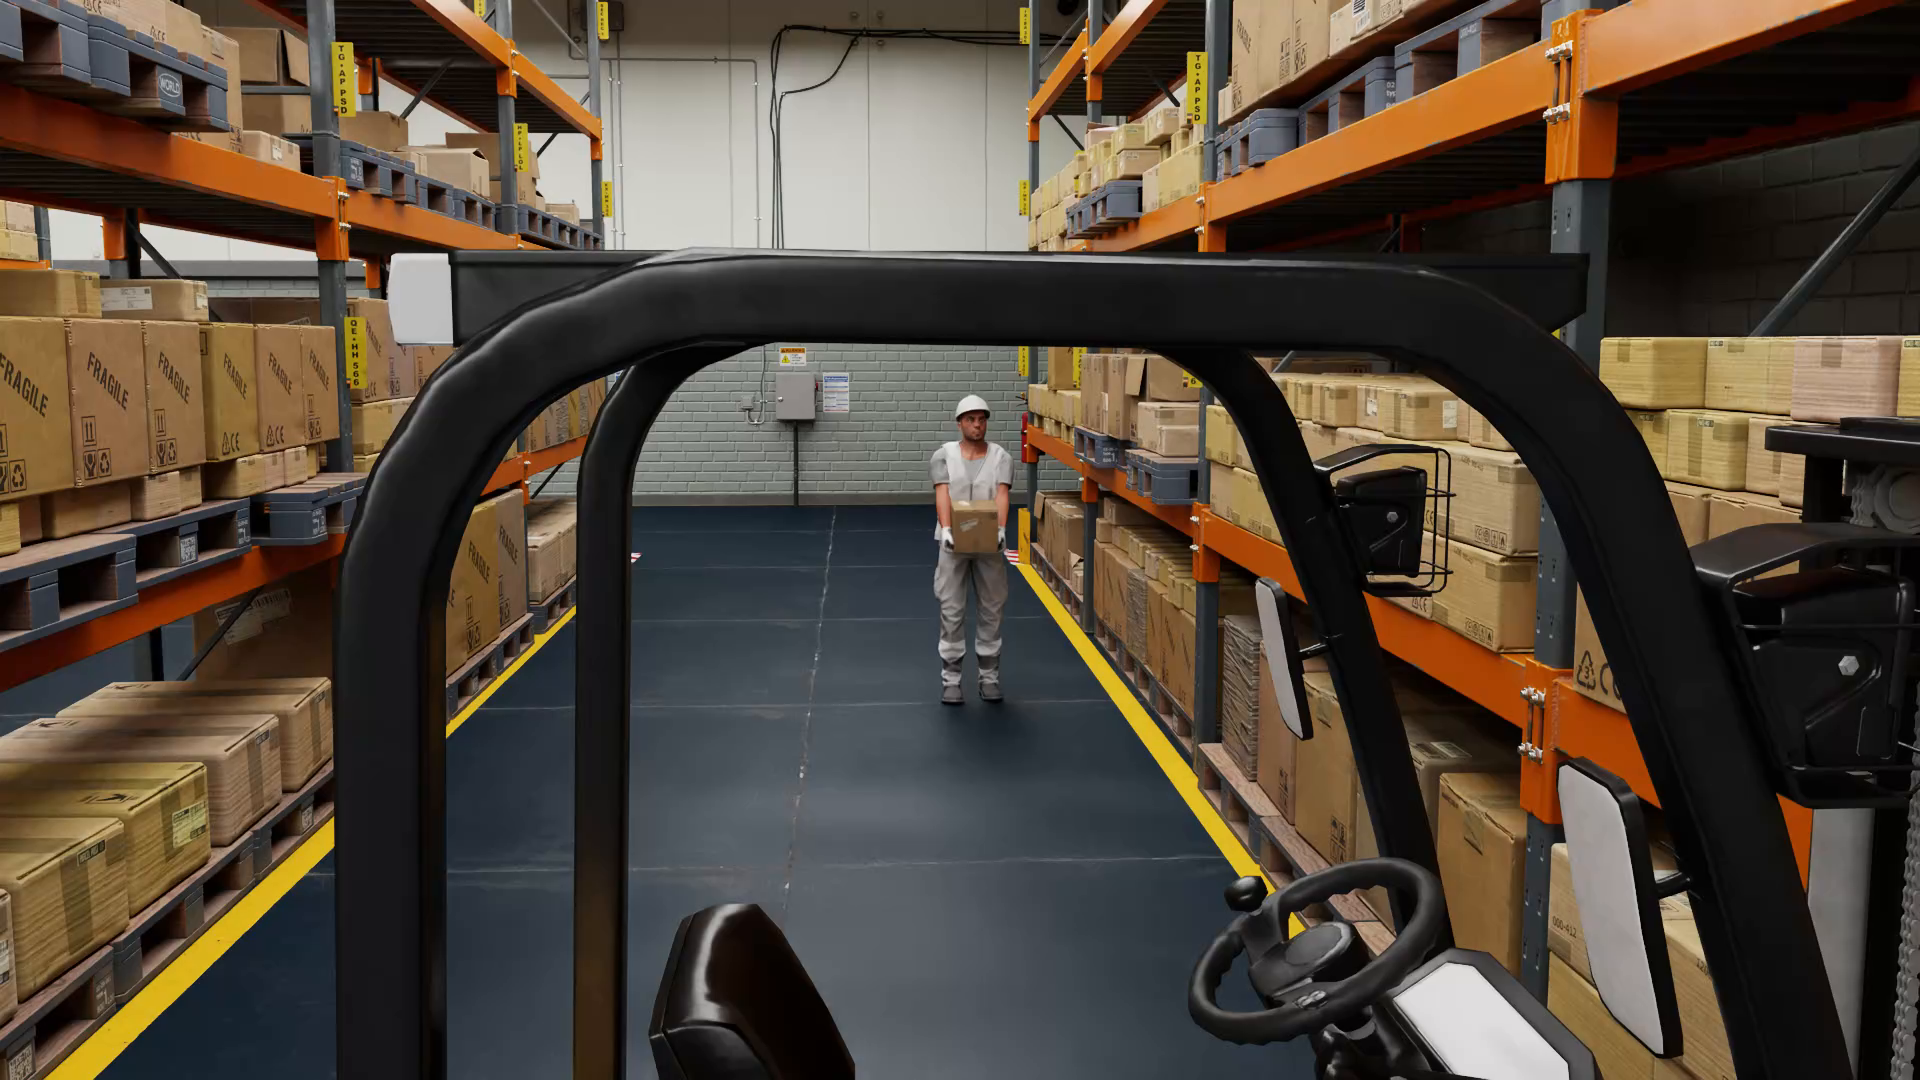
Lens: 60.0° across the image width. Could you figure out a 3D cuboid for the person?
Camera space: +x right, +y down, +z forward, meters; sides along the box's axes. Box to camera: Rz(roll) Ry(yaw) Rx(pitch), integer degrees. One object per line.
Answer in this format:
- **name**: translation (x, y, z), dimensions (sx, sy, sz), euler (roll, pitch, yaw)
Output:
- **person**: translation (0.080, 0.057, 9.657), dimensions (0.495, 1.786, 0.558), euler (-1, 7, -5)
